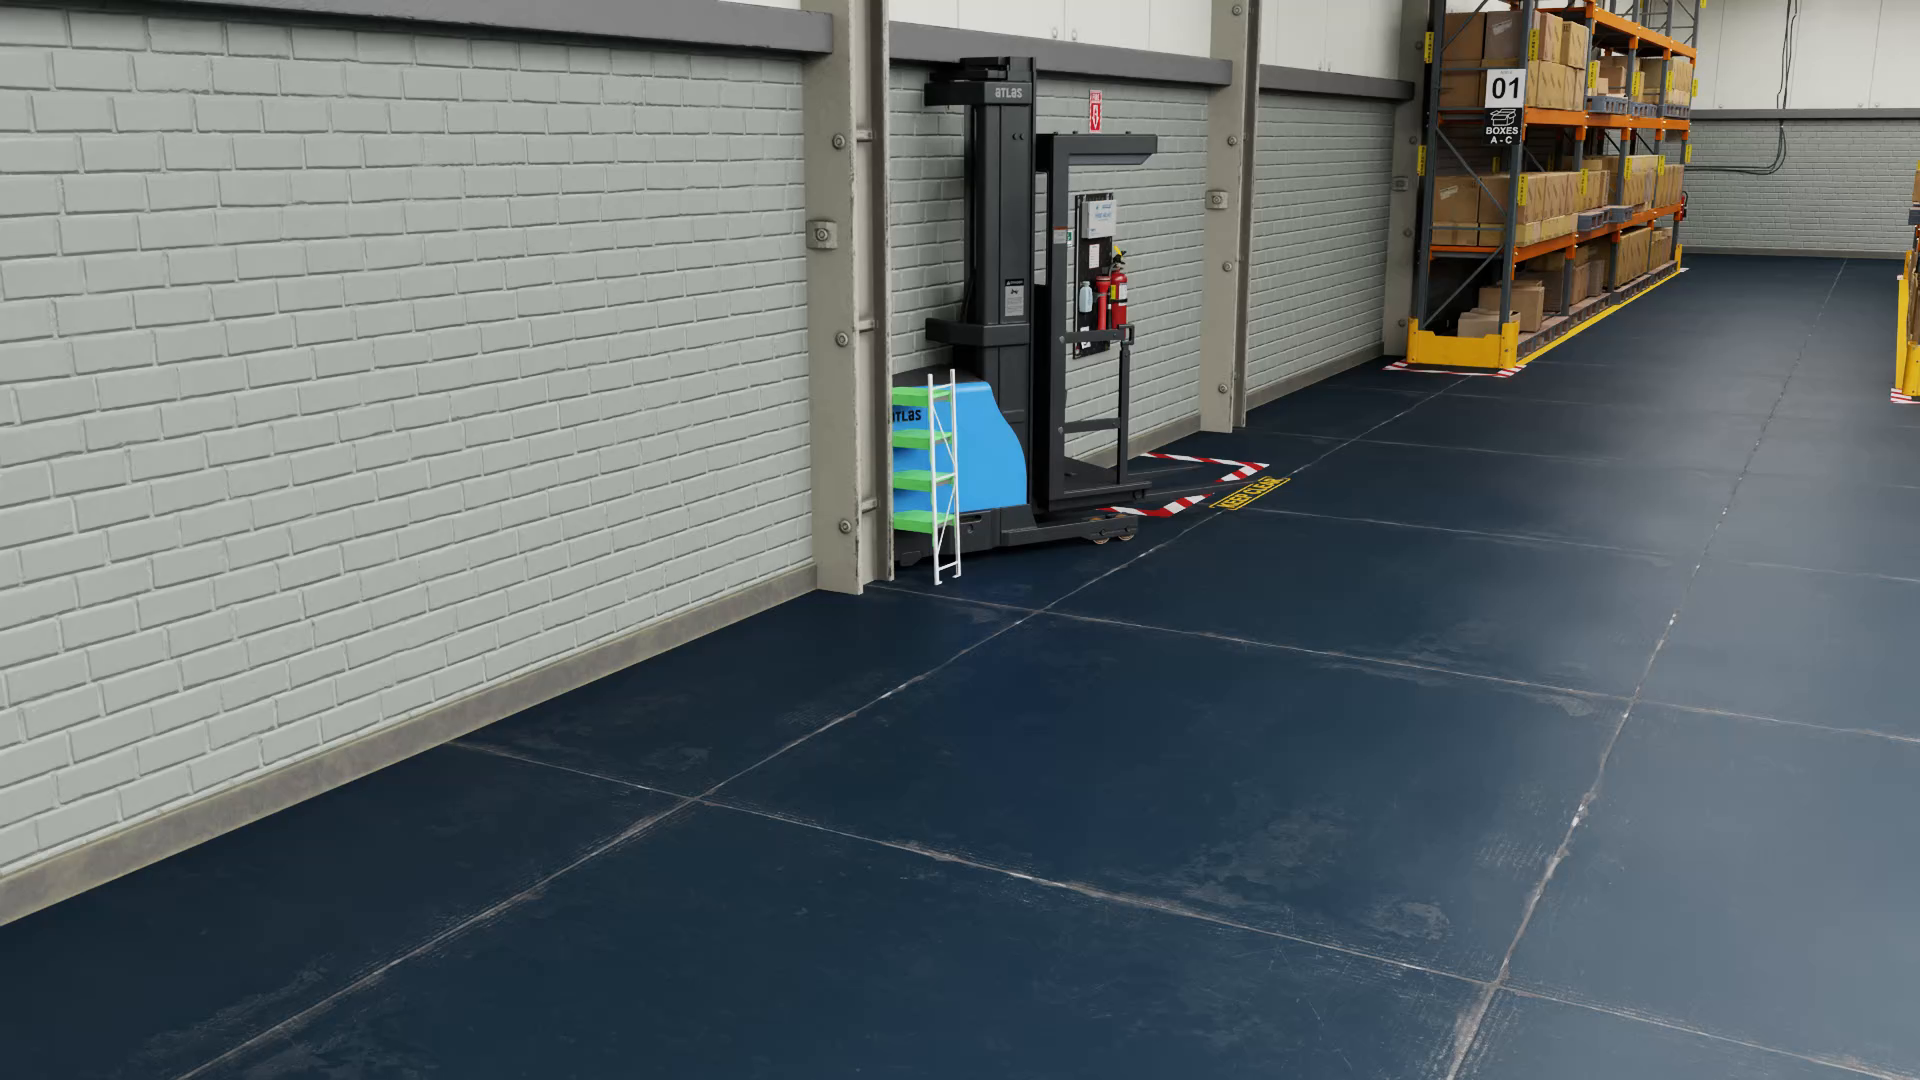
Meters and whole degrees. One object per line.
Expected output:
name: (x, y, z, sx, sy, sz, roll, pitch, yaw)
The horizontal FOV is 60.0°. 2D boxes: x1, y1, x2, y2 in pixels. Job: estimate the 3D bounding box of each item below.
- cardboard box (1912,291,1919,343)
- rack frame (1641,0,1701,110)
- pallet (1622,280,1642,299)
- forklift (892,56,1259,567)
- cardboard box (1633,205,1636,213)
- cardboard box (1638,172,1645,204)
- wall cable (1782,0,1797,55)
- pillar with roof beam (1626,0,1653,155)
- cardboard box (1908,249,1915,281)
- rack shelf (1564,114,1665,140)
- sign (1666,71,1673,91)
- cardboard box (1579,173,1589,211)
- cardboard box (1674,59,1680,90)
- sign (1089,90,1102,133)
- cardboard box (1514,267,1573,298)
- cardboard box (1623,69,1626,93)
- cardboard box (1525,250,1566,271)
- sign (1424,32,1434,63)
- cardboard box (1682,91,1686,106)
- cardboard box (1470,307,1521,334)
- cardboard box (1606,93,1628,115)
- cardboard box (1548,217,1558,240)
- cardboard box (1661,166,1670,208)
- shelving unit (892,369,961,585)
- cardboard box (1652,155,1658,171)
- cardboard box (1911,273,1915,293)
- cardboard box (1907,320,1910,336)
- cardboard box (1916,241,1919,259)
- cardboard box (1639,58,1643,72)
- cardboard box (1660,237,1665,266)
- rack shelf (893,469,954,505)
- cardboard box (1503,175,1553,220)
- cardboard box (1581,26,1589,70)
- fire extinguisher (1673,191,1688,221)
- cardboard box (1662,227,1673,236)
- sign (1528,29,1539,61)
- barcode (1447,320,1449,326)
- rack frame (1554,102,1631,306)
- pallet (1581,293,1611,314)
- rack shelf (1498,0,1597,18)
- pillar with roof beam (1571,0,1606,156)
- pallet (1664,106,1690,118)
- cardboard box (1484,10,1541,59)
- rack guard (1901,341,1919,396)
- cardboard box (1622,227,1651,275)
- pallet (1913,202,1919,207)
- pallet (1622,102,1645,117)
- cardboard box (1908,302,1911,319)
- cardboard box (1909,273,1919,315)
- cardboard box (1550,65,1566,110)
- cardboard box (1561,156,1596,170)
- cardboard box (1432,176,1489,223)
cardboard box: (9.950, -2.246, 16.822, 0.500, 0.500, 0.500, 7, 15, 28)
rack frame: (13.348, -9.630, 31.279, 1.000, 3.000, 0.127, 7, 15, 28)
pallet: (10.518, -4.119, 27.170, 1.003, 0.211, 1.213, 7, 15, 28)
forklift: (0.543, -1.498, 10.493, 3.031, 2.935, 1.130, -8, 16, -29)
cardboard box: (10.707, -5.370, 26.903, 0.380, 0.149, 0.250, 8, 16, 30)
cardboard box: (10.686, -5.662, 26.728, 0.500, 0.500, 0.500, 8, 16, 30)
wall cable: (18.763, -11.389, 34.425, 3.097, 2.526, 0.112, 7, 15, 28)
pillar with roof beam: (17.664, -9.794, 31.960, 9.100, 9.000, 0.400, 7, 15, 28)
cardboard box: (15.779, -4.480, 27.112, 0.500, 0.500, 0.500, 7, 15, 28)
rack shelf: (10.447, -6.591, 26.608, 1.077, 0.370, 4.000, 7, 15, 28)
sign: (11.894, -7.696, 27.882, 0.100, 0.325, 0.005, 7, 15, 28)
cardboard box: (8.099, -4.729, 22.596, 0.700, 0.500, 0.500, 9, 16, 34)
cardboard box: (12.247, -8.116, 29.010, 0.500, 0.500, 0.500, 7, 15, 27)
sign: (0.974, -3.076, 11.945, 0.001, 0.298, 0.199, 7, 15, 28)
cardboard box: (8.094, -3.515, 23.109, 0.700, 0.500, 0.500, 7, 15, 27)
cardboard box: (9.875, -7.014, 25.674, 0.700, 0.500, 0.500, 6, 15, 25)
cardboard box: (8.098, -3.859, 22.934, 0.500, 0.250, 0.500, 7, 15, 27)
sign: (5.137, -5.387, 18.188, 0.100, 0.325, 0.005, 7, 15, 28)
cardboard box: (12.975, -8.065, 30.395, 0.500, 0.250, 0.500, 7, 15, 26)
cardboard box: (6.302, -2.587, 19.661, 0.500, 0.311, 0.500, 9, 16, 33)
cardboard box: (9.369, -6.319, 24.091, 0.500, 0.311, 0.500, 7, 15, 28)
cardboard box: (6.863, -3.748, 19.955, 0.500, 0.250, 0.500, 8, 15, 29)
cardboard box: (12.048, -6.298, 29.615, 0.980, 0.700, 0.700, 7, 15, 27)
shelving unit: (-0.289, -0.380, 9.548, 0.503, 1.200, 0.258, 7, 16, 34)
cardboard box: (11.412, -6.336, 27.923, 0.500, 0.250, 0.500, 8, 16, 29)
cardboard box: (12.813, -3.365, 21.864, 0.500, 0.311, 0.500, 7, 15, 27)
cardboard box: (11.149, -2.396, 19.043, 0.500, 0.250, 0.500, 7, 15, 28)
cardboard box: (14.580, -4.316, 24.831, 0.500, 0.250, 0.500, 7, 15, 27)
cardboard box: (11.547, -8.065, 28.799, 0.500, 0.500, 0.500, 7, 15, 28)
cardboard box: (12.612, -5.342, 30.729, 0.700, 0.500, 0.500, 7, 15, 26)
rack shelf: (-0.287, -0.318, 9.563, 0.480, 0.148, 0.258, 7, 16, 34)
cardboard box: (6.610, -4.002, 19.411, 0.500, 0.500, 0.500, 7, 15, 26)
cardboard box: (7.542, -6.121, 20.733, 0.500, 0.500, 0.500, 6, 15, 23)
fire extinguisher: (13.825, -6.474, 31.946, 0.296, 0.674, 0.183, 7, 15, 28)
cardboard box: (13.194, -5.816, 31.312, 0.380, 0.149, 0.250, 7, 15, 27)
sign: (6.088, -5.253, 17.657, 0.100, 0.325, 0.005, 7, 15, 28)
barcode: (5.685, -2.523, 19.378, 0.001, 0.075, 0.075, 7, 15, 28)
rack frame: (9.480, -5.072, 25.174, 1.000, 3.000, 0.127, 7, 15, 28)
pallet: (9.101, -3.557, 24.836, 1.003, 0.211, 1.213, 7, 15, 28)
rack shelf: (6.580, -6.407, 19.449, 1.077, 0.370, 4.000, 7, 15, 28)
pillar with roof beam: (14.764, -8.563, 26.854, 9.100, 9.000, 0.400, 7, 15, 28)
pallet: (12.998, -7.976, 31.004, 1.003, 0.211, 1.213, 7, 15, 28)
cardboard box: (6.012, -5.485, 18.097, 0.500, 0.500, 0.500, 6, 15, 24)
rack guard: (9.940, -1.651, 16.313, 1.175, 0.500, 0.348, 7, 15, 28)
cardboard box: (11.214, -4.904, 28.166, 0.750, 0.750, 0.750, 8, 15, 29)
pallet: (15.270, -5.088, 25.647, 1.003, 0.211, 1.213, 7, 15, 28)
pallet: (9.745, -6.577, 25.417, 1.213, 0.211, 1.003, 8, 16, 31)
cardboard box: (12.572, -2.990, 21.505, 0.500, 0.250, 0.500, 8, 16, 29)
cardboard box: (11.387, -2.864, 19.382, 0.500, 0.500, 0.500, 7, 15, 28)
cardboard box: (6.772, -5.313, 19.517, 0.500, 0.500, 0.500, 8, 16, 31)
cardboard box: (9.473, -5.762, 25.545, 0.500, 0.250, 0.500, 8, 16, 30)
cardboard box: (5.655, -3.853, 18.794, 0.500, 0.500, 0.500, 7, 15, 27)
